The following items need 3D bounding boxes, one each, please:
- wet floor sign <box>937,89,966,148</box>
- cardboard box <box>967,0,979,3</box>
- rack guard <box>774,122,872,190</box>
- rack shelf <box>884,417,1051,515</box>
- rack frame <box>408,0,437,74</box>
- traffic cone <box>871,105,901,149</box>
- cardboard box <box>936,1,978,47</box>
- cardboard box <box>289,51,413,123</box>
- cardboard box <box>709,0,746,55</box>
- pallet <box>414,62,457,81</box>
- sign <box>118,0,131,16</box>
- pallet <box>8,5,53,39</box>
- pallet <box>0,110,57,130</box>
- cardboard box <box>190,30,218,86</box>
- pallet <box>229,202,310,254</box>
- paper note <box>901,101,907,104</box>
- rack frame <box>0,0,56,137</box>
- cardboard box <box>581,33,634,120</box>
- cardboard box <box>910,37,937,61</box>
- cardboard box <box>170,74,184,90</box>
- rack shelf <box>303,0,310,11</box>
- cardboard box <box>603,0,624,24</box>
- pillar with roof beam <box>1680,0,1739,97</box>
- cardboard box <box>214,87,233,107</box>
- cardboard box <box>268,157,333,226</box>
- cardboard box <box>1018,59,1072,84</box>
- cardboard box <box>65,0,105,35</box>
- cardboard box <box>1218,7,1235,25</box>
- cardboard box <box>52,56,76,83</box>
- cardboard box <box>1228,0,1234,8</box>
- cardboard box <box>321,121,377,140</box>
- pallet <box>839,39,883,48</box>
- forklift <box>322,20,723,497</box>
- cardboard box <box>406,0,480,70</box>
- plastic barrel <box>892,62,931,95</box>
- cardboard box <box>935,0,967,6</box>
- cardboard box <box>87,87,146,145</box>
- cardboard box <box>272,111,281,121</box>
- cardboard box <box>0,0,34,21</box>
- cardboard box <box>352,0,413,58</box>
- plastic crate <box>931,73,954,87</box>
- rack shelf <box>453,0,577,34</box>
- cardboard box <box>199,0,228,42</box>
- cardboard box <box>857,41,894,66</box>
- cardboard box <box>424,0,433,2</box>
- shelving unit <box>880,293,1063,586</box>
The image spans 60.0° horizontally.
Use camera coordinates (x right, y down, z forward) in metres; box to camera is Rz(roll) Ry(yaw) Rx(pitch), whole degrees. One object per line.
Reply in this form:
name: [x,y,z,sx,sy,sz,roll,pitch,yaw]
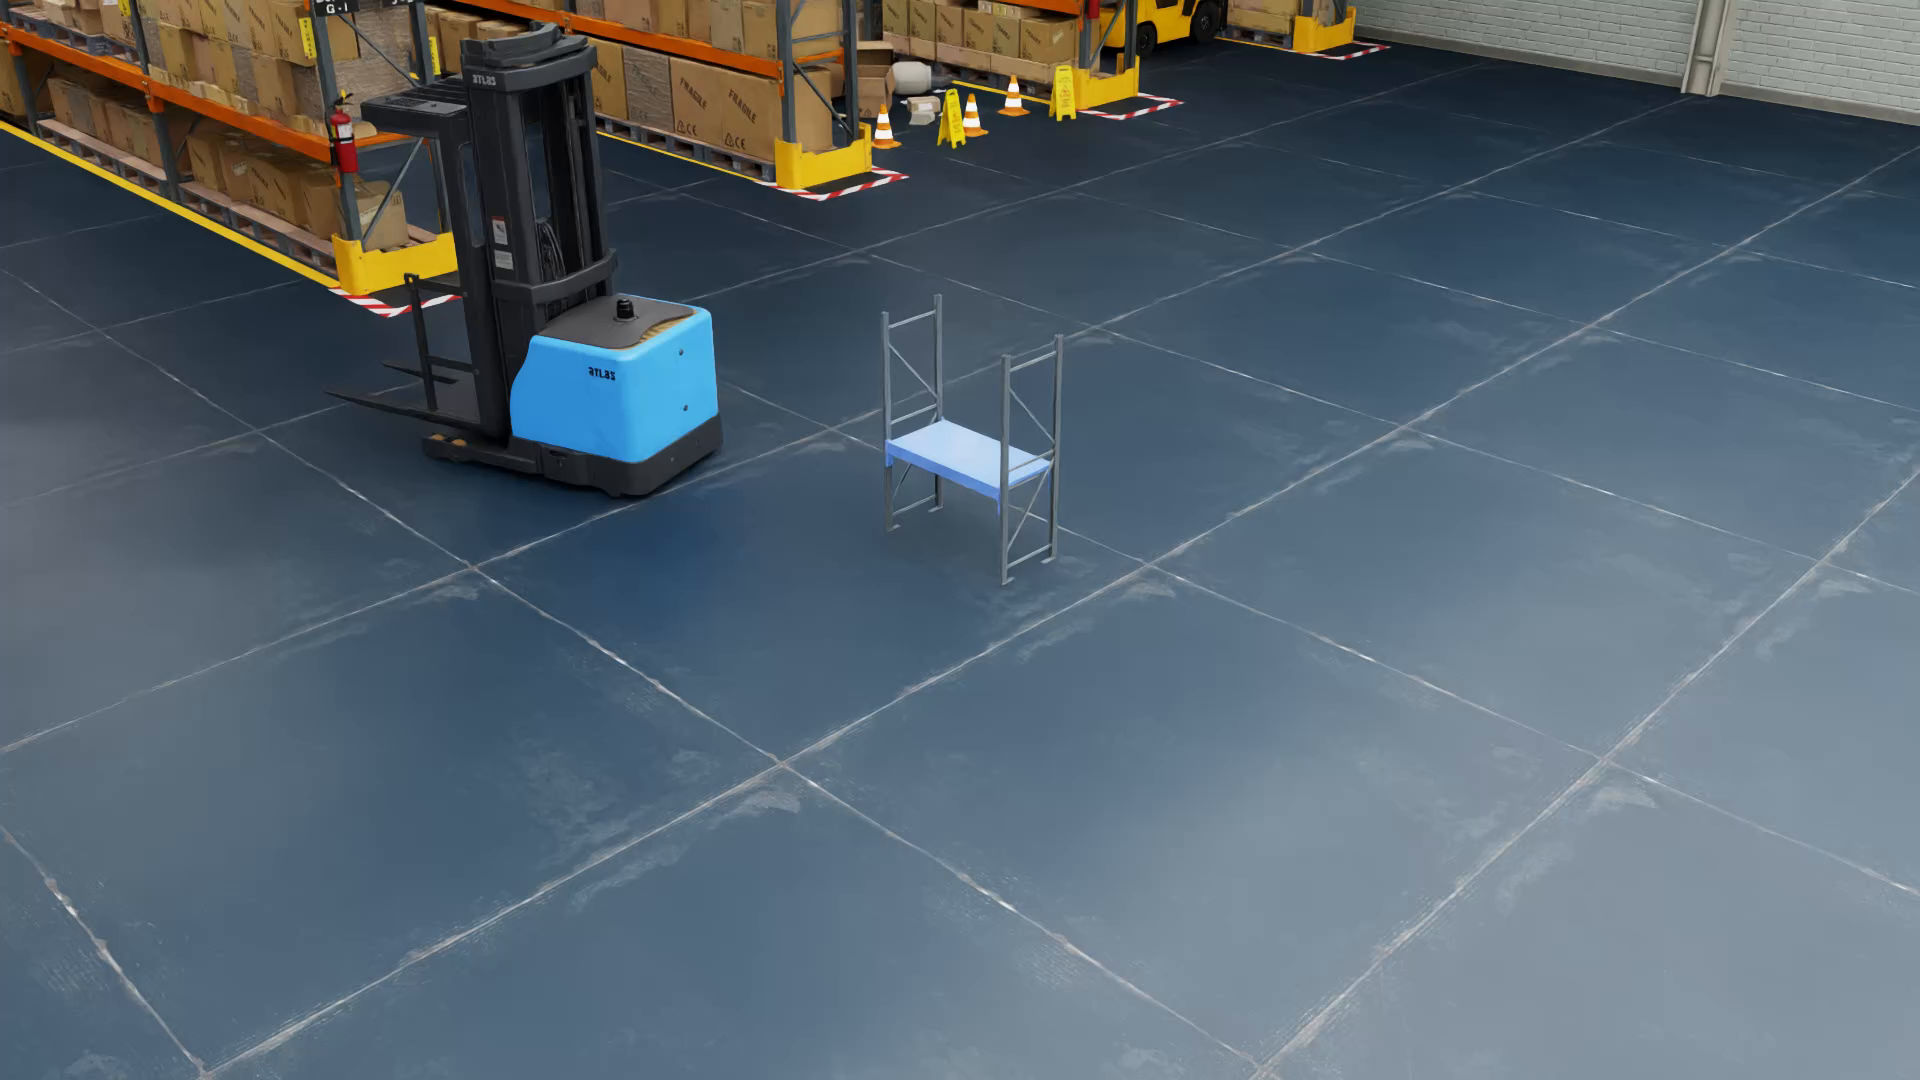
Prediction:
wet floor sign: [-0.101,-4.949,19.461,0.232,0.644,0.267,18,33,30]
cardboard box: [0.375,-7.189,22.890,0.500,0.500,0.500,-23,35,-37]
rack guard: [-1.492,-4.229,18.249,0.348,0.500,1.175,25,36,38]
rack shelf: [0.061,-0.477,10.425,1.000,0.185,0.538,25,36,38]
rack frame: [-7.214,-7.953,22.646,0.127,3.000,1.000,25,36,38]
traffic cone: [-0.893,-4.865,19.498,0.334,0.463,0.336,25,36,38]
cardboard box: [0.027,-7.002,22.534,0.500,0.500,0.500,-23,35,-37]
cardboard box: [-5.432,-4.094,14.880,0.500,0.500,0.875,25,36,38]
cardboard box: [-2.213,-5.688,18.176,0.550,0.550,0.875,25,36,38]
pallet: [-6.705,-6.437,22.758,1.213,0.211,1.003,25,36,38]
sign: [-8.298,-5.362,16.474,0.005,0.325,0.100,25,36,38]
pallet: [-10.181,-6.058,19.248,1.003,0.211,1.213,25,36,38]
pallet: [-11.273,-5.388,20.764,1.213,0.211,1.003,25,36,38]
cardboard box: [-6.875,-4.739,16.106,0.500,0.500,0.875,25,36,38]
pallet: [-6.533,-3.195,16.594,1.213,0.211,1.003,25,36,38]
paper note: [-0.681,-5.674,21.514,0.148,0.019,0.142,-13,30,-22]
rack frame: [-10.763,-6.340,19.578,0.127,3.000,1.000,25,36,38]
cardboard box: [-3.962,-5.665,20.126,0.875,0.875,0.875,-25,36,-38]
cardboard box: [-0.343,-6.840,23.032,0.500,0.250,0.500,-23,35,-36]
cardboard box: [-7.602,-4.596,16.530,0.250,0.149,0.380,25,36,38]
rack shelf: [-6.485,-5.392,15.324,4.000,0.370,1.077,25,36,38]
cardboard box: [-3.682,-6.426,19.581,0.550,0.550,0.875,25,36,38]
pillar with roof beam: [6.762,-8.462,17.168,0.400,9.000,9.100,25,36,38]
cardboard box: [-6.890,-4.269,15.909,0.250,0.149,0.380,25,36,38]
cardboard box: [-6.376,-3.413,16.246,0.500,0.500,0.500,-21,34,-35]
cardboard box: [1.107,-6.170,21.758,0.500,0.250,0.500,24,36,38]
cardboard box: [-9.212,-5.802,17.992,0.797,0.503,0.637,-21,34,-34]
cardboard box: [4.111,-8.016,25.269,0.500,0.250,0.500,-25,37,-39]
cardboard box: [-10.265,-5.552,19.486,0.500,0.250,0.500,-24,36,-37]
cardboard box: [4.067,-8.241,25.159,0.500,0.250,0.500,24,36,37]
cardboard box: [-5.407,-3.643,14.719,0.250,0.149,0.380,25,36,38]
pallet: [-1.520,-7.343,24.482,1.213,0.211,1.003,25,36,38]
forklift: [-3.254,-2.046,11.486,3.031,2.935,1.130,13,30,23]
cardboard box: [-6.843,-6.915,22.637,0.750,0.750,1.050,24,36,38]
plastic barrel: [-0.645,-6.050,21.794,0.512,0.421,0.421,-3,28,-5]
cardboard box: [-0.123,-7.315,22.433,0.380,0.149,0.250,-23,35,-36]
cardboard box: [-9.458,-4.857,18.971,0.700,0.500,0.500,-22,35,-35]
cardboard box: [-6.116,-3.972,15.343,0.250,0.149,0.380,25,36,38]
cardboard box: [-11.289,-6.463,19.705,0.500,0.500,0.500,-24,36,-38]
cardboard box: [-5.260,-4.618,14.802,0.500,0.500,0.500,25,36,38]
plastic crate: [-0.419,-6.247,22.538,0.583,0.080,0.402,12,30,22]
rack shelf: [-5.788,-6.982,21.572,4.000,0.370,1.077,25,36,38]
cardboard box: [-6.690,-4.937,15.408,0.500,0.500,0.500,25,36,38]
cardboard box: [-1.153,-6.417,22.408,0.500,0.500,0.500,-3,28,-5]
cardboard box: [-7.536,-7.670,23.536,0.500,0.250,0.500,23,35,36]
shelving unit: [0.061,-0.636,10.341,1.048,1.500,0.538,25,36,38]
